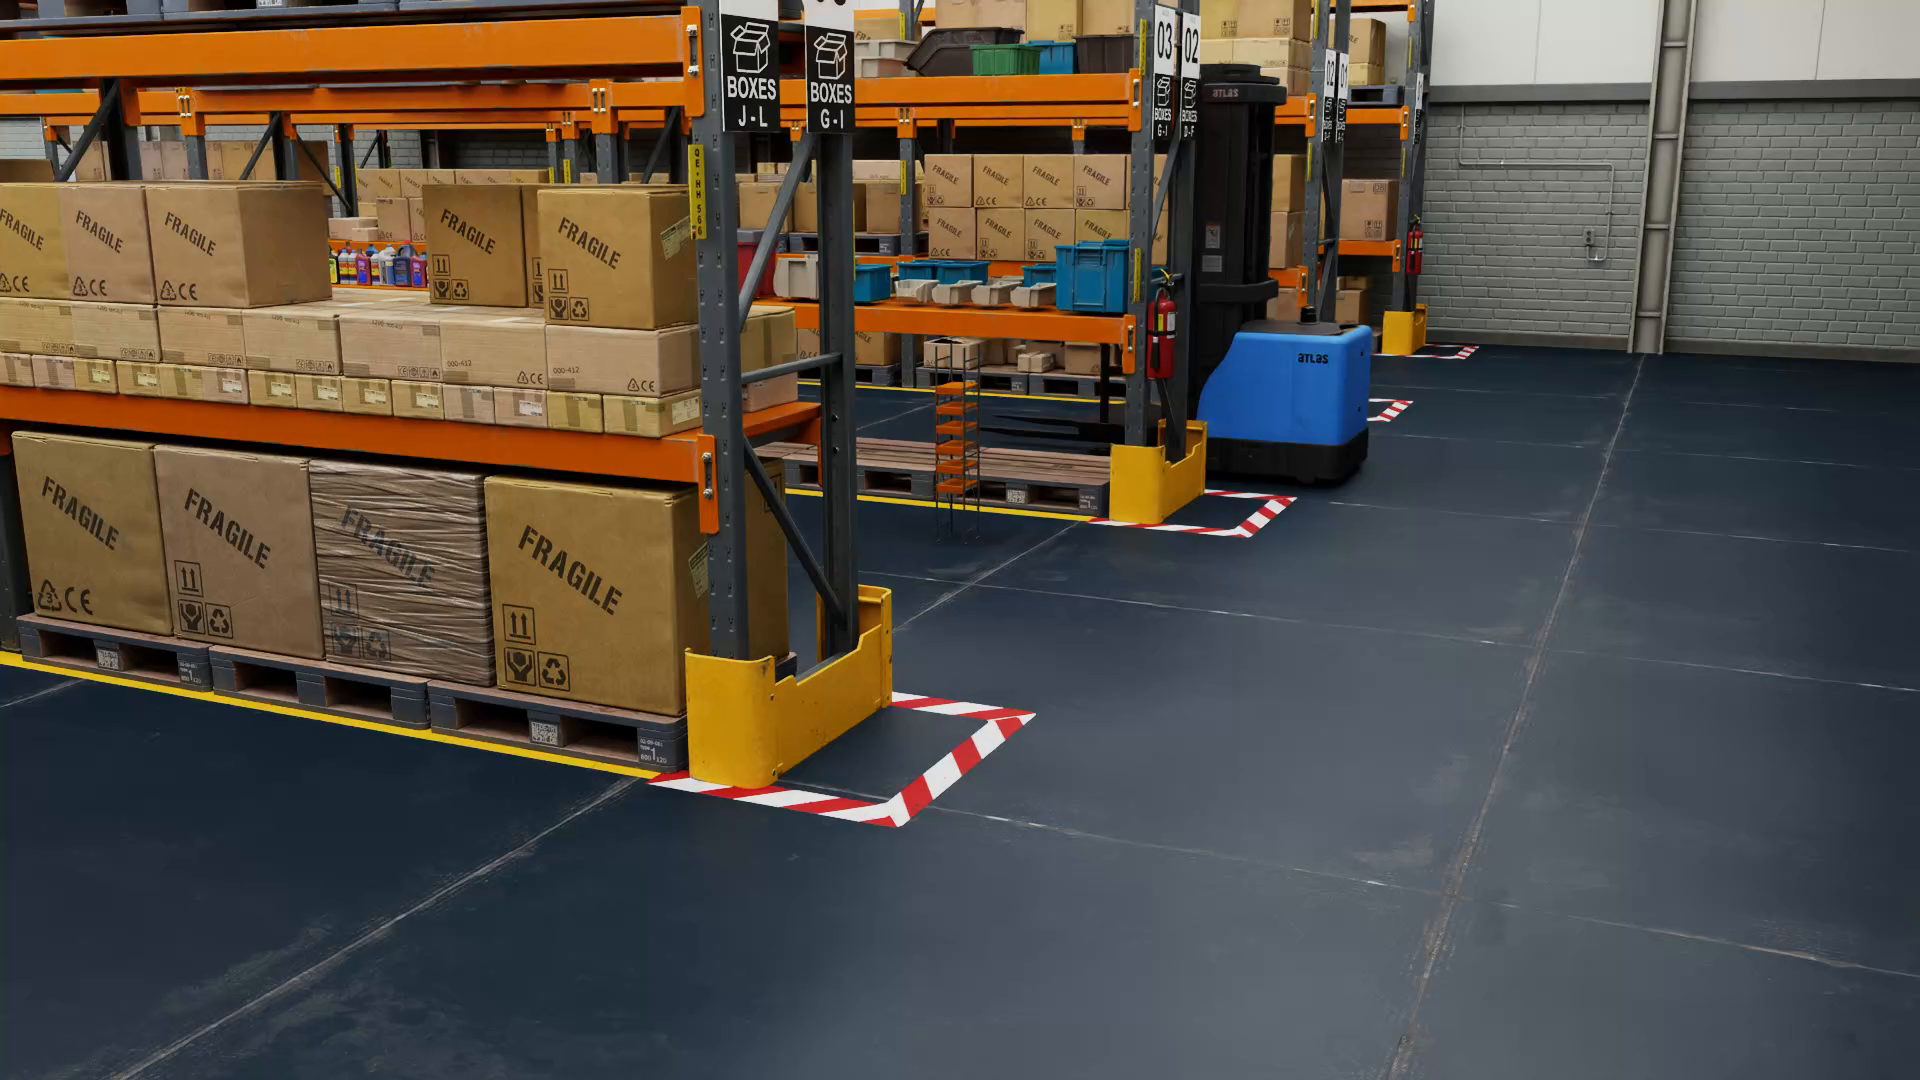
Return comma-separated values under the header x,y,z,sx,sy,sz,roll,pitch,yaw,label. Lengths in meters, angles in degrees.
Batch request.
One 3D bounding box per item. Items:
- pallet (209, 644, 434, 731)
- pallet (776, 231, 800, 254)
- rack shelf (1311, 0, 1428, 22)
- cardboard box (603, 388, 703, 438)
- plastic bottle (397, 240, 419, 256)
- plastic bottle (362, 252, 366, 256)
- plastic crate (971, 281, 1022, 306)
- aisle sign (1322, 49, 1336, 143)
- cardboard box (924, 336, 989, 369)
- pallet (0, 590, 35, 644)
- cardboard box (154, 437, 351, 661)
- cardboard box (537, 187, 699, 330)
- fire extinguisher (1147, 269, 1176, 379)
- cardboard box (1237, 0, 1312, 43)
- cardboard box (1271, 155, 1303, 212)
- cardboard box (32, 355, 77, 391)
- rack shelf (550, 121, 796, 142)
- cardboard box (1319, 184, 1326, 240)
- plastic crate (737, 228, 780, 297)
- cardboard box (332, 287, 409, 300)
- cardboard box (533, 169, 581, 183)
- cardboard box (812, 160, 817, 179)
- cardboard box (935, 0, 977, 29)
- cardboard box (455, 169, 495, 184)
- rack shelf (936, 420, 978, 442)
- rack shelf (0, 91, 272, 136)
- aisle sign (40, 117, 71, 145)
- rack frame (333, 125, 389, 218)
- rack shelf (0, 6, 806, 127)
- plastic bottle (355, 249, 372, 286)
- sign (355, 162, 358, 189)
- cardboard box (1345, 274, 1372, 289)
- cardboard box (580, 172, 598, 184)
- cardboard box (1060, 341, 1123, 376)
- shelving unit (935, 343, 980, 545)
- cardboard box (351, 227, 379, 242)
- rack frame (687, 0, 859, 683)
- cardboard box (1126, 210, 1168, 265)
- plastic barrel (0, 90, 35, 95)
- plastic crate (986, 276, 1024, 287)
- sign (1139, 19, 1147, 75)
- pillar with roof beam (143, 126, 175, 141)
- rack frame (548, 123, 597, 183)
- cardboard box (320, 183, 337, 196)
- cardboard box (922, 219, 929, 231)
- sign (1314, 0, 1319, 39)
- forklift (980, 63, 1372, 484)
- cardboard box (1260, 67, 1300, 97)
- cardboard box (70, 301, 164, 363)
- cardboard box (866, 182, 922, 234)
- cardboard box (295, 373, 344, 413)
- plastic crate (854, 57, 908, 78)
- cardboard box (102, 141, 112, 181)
x,y,z,sx,sy,sz,roll,pitch,yaw,label
-2.564,0.529,7.537,1.213,0.211,1.003,6,14,23,pallet
-2.208,-3.194,17.720,1.213,0.211,1.003,6,14,23,pallet
3.500,-6.322,19.949,4.000,0.370,1.077,6,14,23,rack shelf
-1.149,-0.499,6.366,0.250,0.149,0.380,6,15,24,cardboard box
-4.382,-2.201,13.176,0.185,0.351,0.144,6,14,23,plastic bottle
-5.057,-2.342,14.105,0.097,0.201,0.097,0,13,0,plastic bottle
0.238,-1.660,11.210,0.243,0.136,0.396,6,14,23,plastic crate
3.264,-3.921,14.710,0.004,0.787,0.394,6,14,23,aisle sign
-0.035,-1.917,16.783,0.500,0.311,0.500,6,14,23,cardboard box
-5.083,0.274,8.623,1.213,0.211,1.003,6,14,23,pallet
-2.953,-0.036,7.576,0.875,0.875,0.875,6,14,23,cardboard box
-1.242,-1.084,6.346,0.500,0.500,0.500,6,14,24,cardboard box
1.270,-1.364,10.486,0.183,0.674,0.296,6,14,23,fire extinguisher
2.850,-4.766,15.026,0.500,0.500,0.700,6,14,23,cardboard box
2.808,-3.245,15.112,0.500,0.500,0.500,6,14,23,cardboard box
-3.971,-0.784,7.580,0.250,0.149,0.380,5,14,21,cardboard box
-3.814,-5.797,23.400,4.000,0.370,1.077,6,14,23,rack shelf
4.189,-4.017,20.152,0.700,0.700,0.980,6,14,23,cardboard box
-1.626,-1.987,11.887,0.583,0.464,0.402,6,14,23,plastic crate
-2.896,-1.019,7.707,0.500,0.250,0.500,6,15,24,cardboard box
-5.988,-5.260,24.750,0.500,0.500,0.500,5,14,22,cardboard box
-1.648,-4.971,22.319,0.500,0.250,0.500,6,15,25,cardboard box
0.129,-5.055,16.258,0.500,0.500,0.700,6,14,23,cardboard box
-7.115,-5.246,24.689,0.500,0.500,0.500,5,14,22,cardboard box
-0.013,-0.659,10.106,0.180,0.103,0.258,6,14,23,rack shelf
-7.827,-3.727,14.582,4.000,0.370,1.077,6,14,23,rack shelf
-11.487,-5.414,21.072,0.004,0.787,0.394,6,14,23,aisle sign
-9.300,-5.242,26.027,0.127,3.000,1.000,6,14,23,rack frame
-2.518,-1.953,7.018,4.000,0.370,1.077,6,14,23,rack shelf
-4.695,-2.151,13.112,0.133,0.283,0.061,6,14,23,plastic bottle
-7.435,-4.476,20.402,0.005,0.325,0.100,6,14,23,sign
4.844,-3.138,20.197,0.250,0.149,0.380,6,14,24,cardboard box
-5.191,-5.080,24.157,0.500,0.500,0.700,6,14,23,cardboard box
1.389,-1.922,16.382,0.637,0.503,0.797,6,14,23,cardboard box
-0.013,-0.585,10.123,0.189,1.200,0.258,6,14,23,shelving unit
-6.918,-3.589,19.536,0.250,0.149,0.380,6,14,23,cardboard box
-0.690,-0.657,6.490,0.127,3.000,1.000,6,14,23,rack frame
1.877,-2.854,15.632,0.500,0.500,0.500,6,14,24,cardboard box
-8.504,-4.444,14.966,0.600,0.901,0.600,0,13,0,plastic barrel
0.344,-1.794,11.780,0.298,0.136,0.250,6,14,23,plastic crate
1.108,-2.985,10.072,0.005,0.325,0.100,6,14,23,sign
-15.539,-7.934,24.369,0.400,9.000,9.100,6,14,23,pillar with roof beam
-5.643,-4.871,24.449,0.127,3.000,1.000,6,14,23,rack frame
-7.813,-4.266,20.231,0.250,0.149,0.380,6,14,23,cardboard box
-0.371,-4.170,21.967,0.250,0.149,0.380,6,14,24,cardboard box
3.083,-4.503,14.377,0.005,0.325,0.100,6,14,23,sign
1.524,-2.032,12.500,3.031,2.935,1.130,6,14,24,forklift
2.750,-4.106,14.949,0.500,0.250,0.500,6,14,23,cardboard box
-3.571,-0.954,7.432,0.500,0.250,0.500,6,14,23,cardboard box
-0.674,-3.440,17.210,0.500,0.500,0.700,1,13,4,cardboard box
-2.546,-0.641,6.969,0.250,0.149,0.380,6,15,24,cardboard box
-0.673,-3.163,11.180,0.530,0.136,0.437,6,14,23,plastic crate
-10.350,-4.789,21.037,0.500,0.500,0.700,5,14,22,cardboard box
